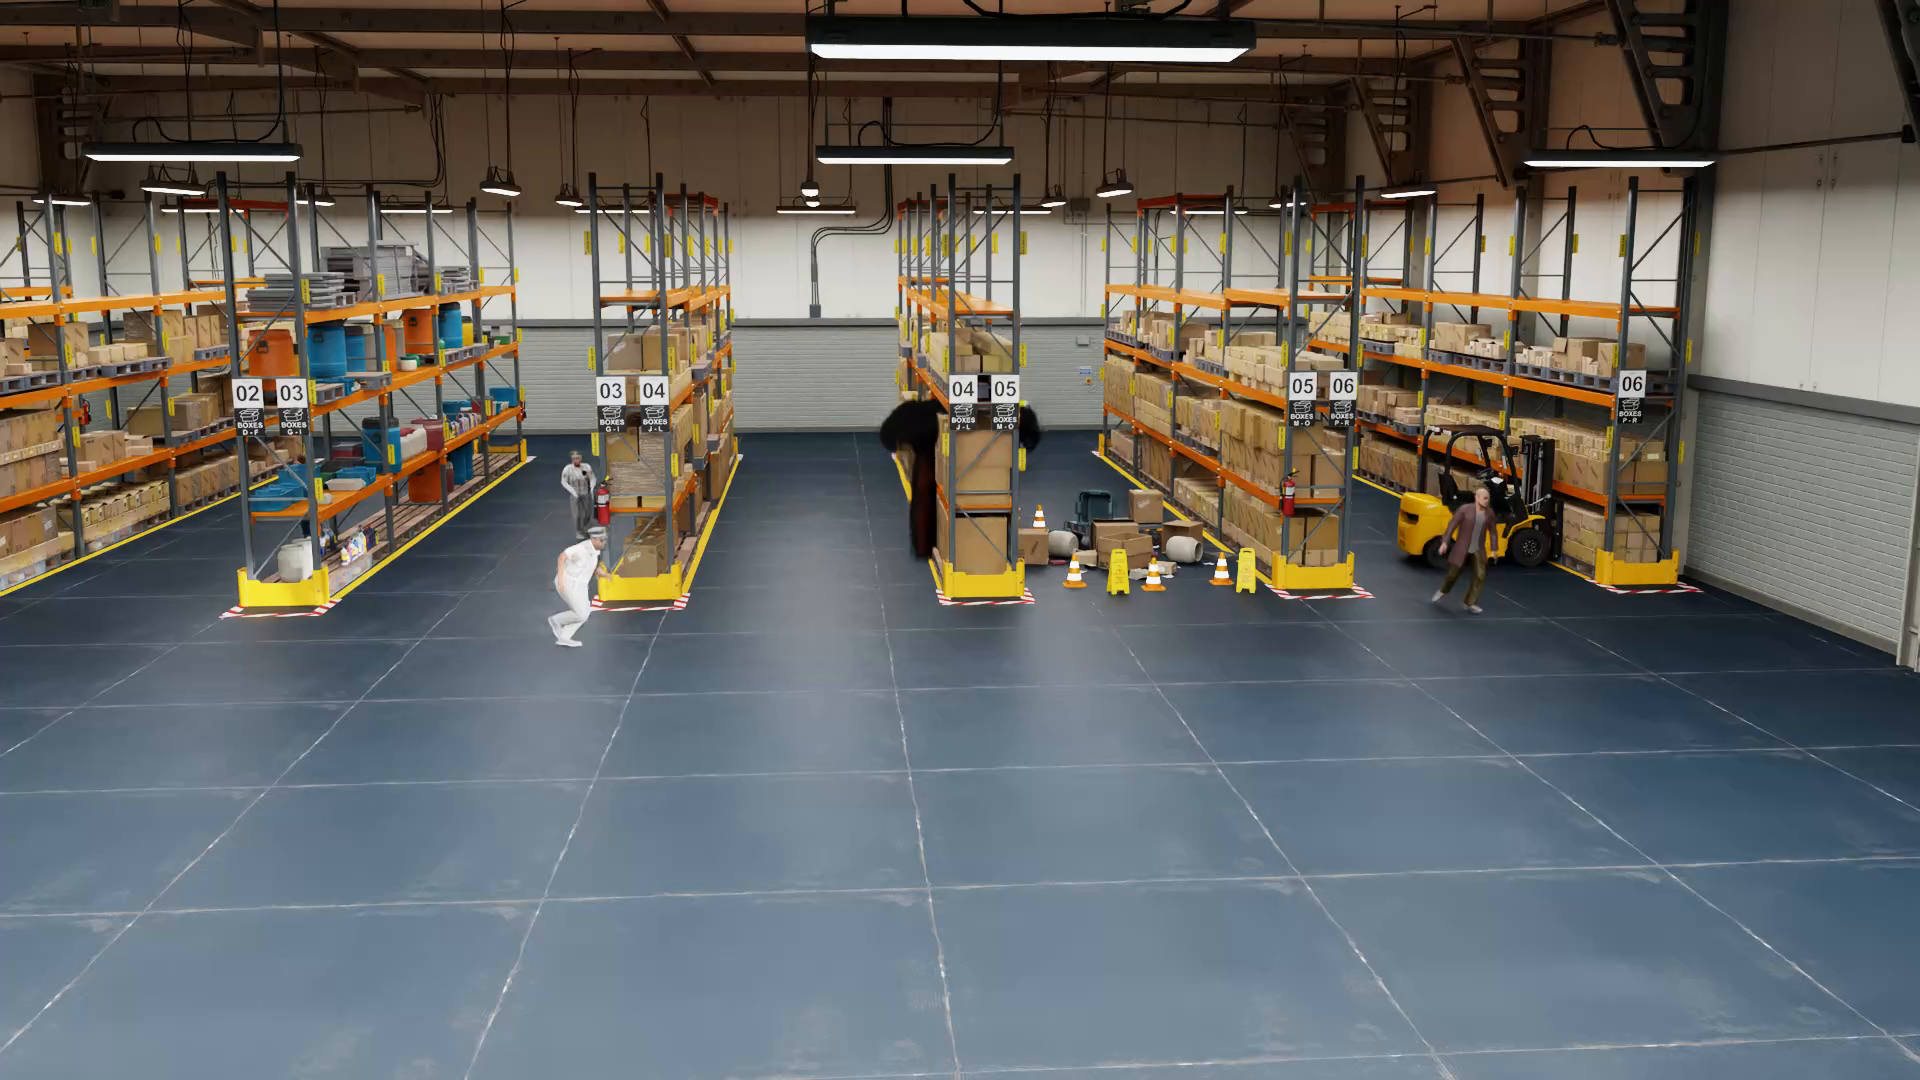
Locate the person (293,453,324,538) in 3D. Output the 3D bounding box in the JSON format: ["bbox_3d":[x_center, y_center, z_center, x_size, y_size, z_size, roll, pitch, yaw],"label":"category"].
[{"bbox_3d":[-11.016,-0.691,28.062,0.540,1.590,0.597,-7,12,-34],"label":"person"}]

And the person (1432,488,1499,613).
[{"bbox_3d":[7.028,0.207,23.138,0.790,1.517,0.827,-1,10,-8],"label":"person"}]

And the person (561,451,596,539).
[{"bbox_3d":[-6.584,-0.795,28.724,0.592,1.568,0.732,-3,11,-18],"label":"person"}]

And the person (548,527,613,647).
[{"bbox_3d":[-4.785,0.604,20.843,0.840,1.560,0.694,3,10,16],"label":"person"}]

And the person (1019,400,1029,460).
[{"bbox_3d":[1.382,-2.588,38.341,0.662,1.743,0.836,-5,11,-27],"label":"person"}]
